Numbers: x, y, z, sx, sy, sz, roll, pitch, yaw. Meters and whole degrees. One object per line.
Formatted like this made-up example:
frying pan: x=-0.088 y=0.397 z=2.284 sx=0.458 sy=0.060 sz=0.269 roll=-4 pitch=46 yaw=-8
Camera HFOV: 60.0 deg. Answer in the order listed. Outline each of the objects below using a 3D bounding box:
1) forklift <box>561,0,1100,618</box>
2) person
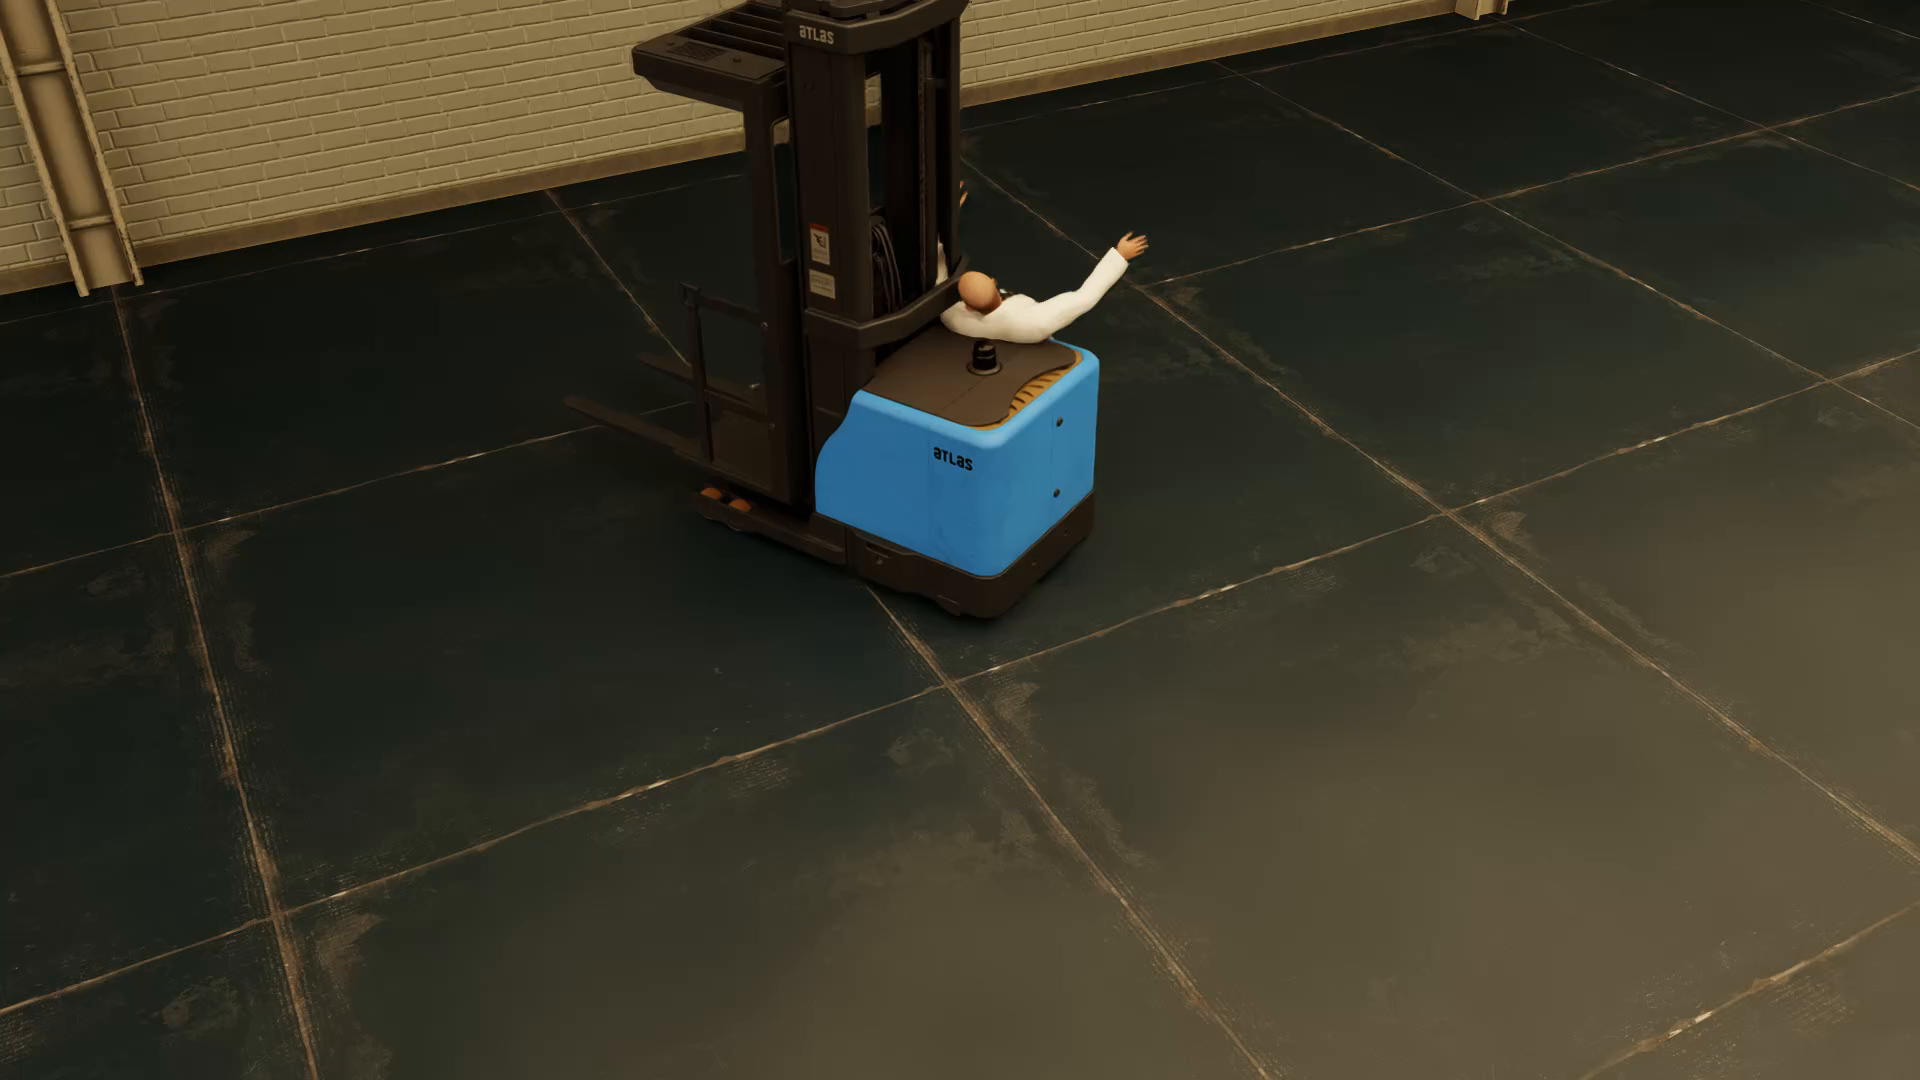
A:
forklift: x=-0.812 y=-1.475 z=8.209 sx=3.031 sy=2.935 sz=1.130 roll=21 pitch=40 yaw=27
person: x=0.364 y=-0.908 z=8.469 sx=1.094 sy=1.694 sz=0.730 roll=5 pitch=36 yaw=7
